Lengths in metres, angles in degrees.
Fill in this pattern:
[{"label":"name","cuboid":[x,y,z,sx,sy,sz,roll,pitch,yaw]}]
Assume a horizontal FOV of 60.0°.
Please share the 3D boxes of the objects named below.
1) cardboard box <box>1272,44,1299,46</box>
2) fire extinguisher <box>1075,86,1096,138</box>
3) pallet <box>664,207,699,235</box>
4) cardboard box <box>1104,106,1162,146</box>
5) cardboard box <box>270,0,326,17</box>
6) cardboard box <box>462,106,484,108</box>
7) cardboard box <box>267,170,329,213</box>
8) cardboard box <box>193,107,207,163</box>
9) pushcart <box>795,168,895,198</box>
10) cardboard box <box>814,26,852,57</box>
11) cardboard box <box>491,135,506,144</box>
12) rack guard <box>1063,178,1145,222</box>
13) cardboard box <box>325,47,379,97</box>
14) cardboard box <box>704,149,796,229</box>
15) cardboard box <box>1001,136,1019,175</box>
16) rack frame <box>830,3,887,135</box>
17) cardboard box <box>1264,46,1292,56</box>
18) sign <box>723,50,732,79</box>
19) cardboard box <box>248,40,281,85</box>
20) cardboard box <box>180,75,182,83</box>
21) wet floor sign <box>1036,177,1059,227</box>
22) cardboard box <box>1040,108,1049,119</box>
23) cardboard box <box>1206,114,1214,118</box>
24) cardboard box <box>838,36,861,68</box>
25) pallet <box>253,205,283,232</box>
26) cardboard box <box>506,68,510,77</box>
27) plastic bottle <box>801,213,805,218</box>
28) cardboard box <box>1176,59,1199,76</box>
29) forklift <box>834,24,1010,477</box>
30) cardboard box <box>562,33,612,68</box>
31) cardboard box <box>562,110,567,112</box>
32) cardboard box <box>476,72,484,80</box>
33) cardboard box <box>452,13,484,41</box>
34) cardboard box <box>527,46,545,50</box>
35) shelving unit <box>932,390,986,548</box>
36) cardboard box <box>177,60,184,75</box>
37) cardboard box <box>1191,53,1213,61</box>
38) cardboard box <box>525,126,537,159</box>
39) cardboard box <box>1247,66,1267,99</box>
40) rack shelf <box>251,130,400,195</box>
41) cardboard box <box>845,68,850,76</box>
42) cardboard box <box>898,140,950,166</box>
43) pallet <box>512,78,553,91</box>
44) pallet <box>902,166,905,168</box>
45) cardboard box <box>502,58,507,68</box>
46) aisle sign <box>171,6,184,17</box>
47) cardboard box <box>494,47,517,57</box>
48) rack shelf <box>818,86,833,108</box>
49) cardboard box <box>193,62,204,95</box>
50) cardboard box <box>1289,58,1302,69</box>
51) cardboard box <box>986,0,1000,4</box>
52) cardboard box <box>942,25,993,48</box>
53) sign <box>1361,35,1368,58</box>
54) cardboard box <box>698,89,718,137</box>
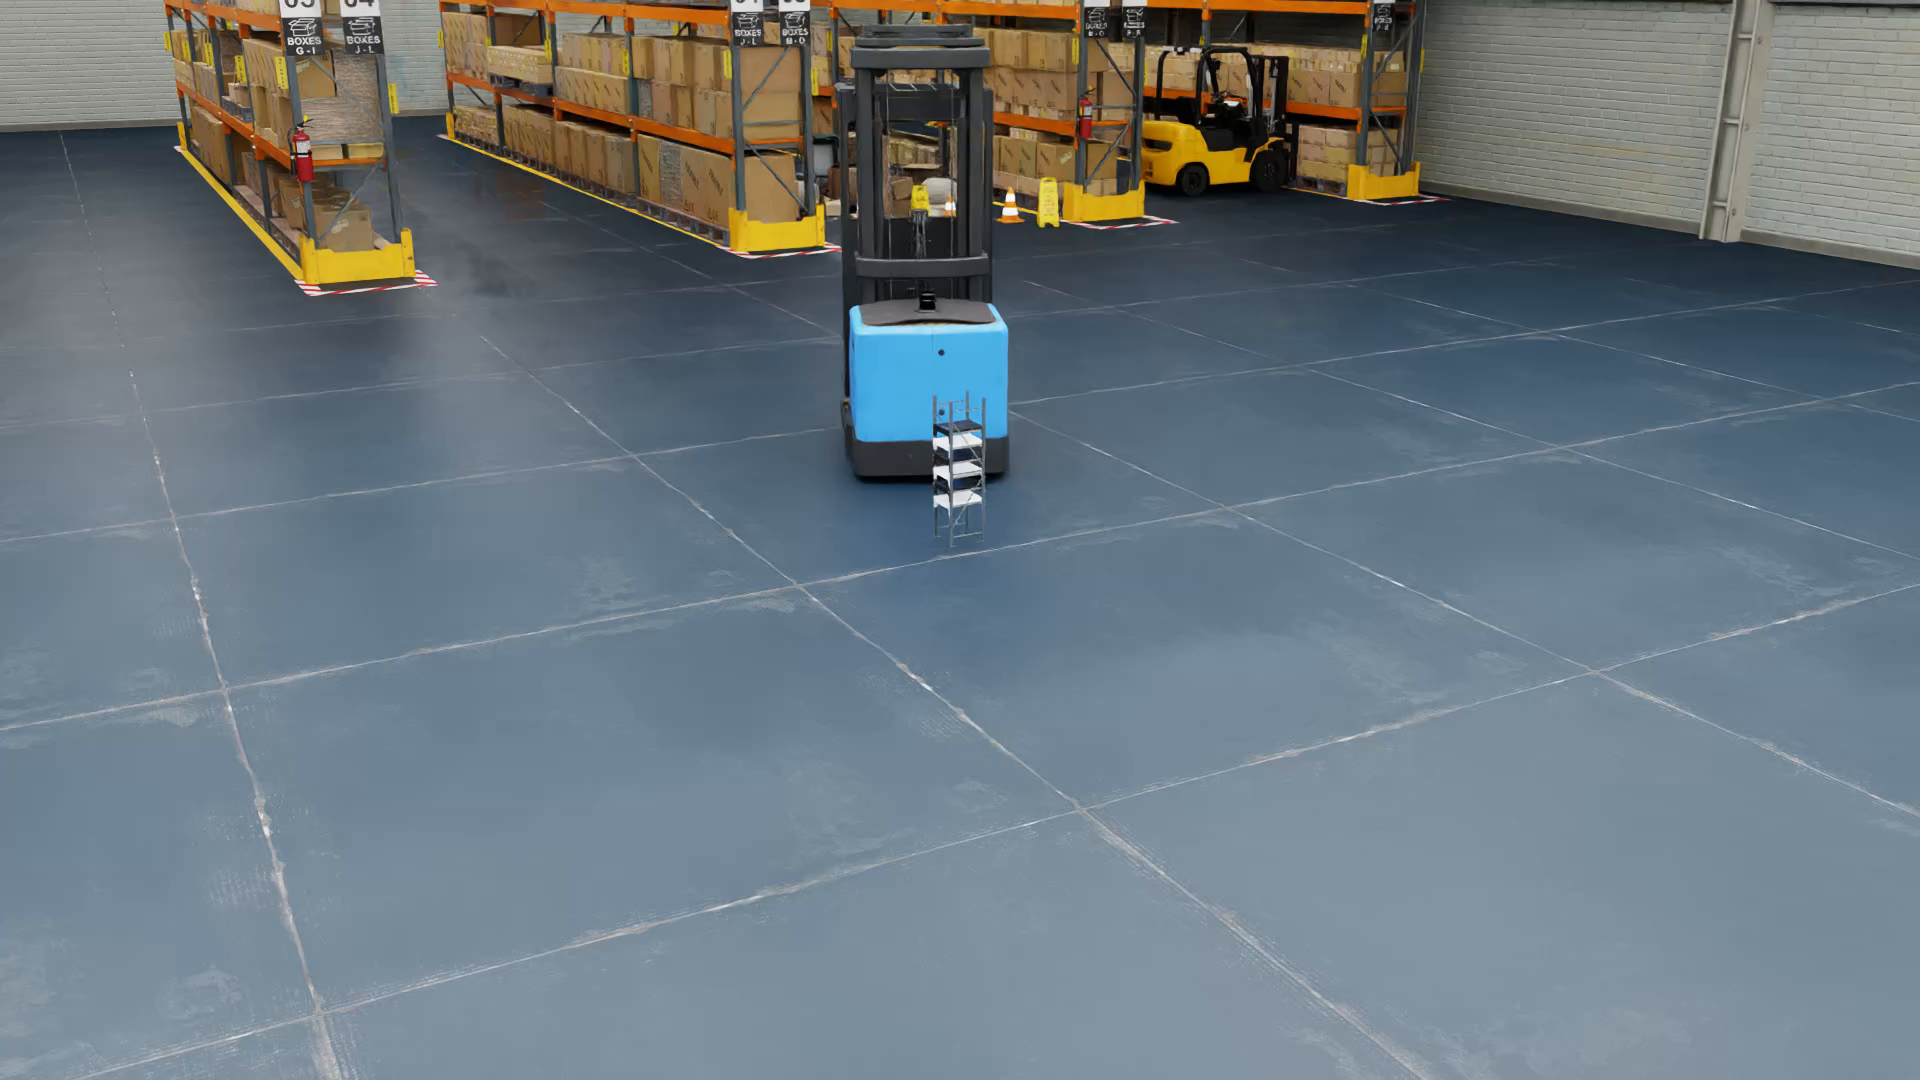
[{"label":"cardboard box","cuboid":[5.310,-8.023,27.179,0.380,0.149,0.250,-10,22,-28]},{"label":"fire extinguisher","cuboid":[1.680,-5.729,22.253,0.296,0.674,0.183,-10,21,-27]},{"label":"pallet","cuboid":[-3.301,-4.323,22.335,1.003,0.211,1.213,-10,21,-27]},{"label":"cardboard box","cuboid":[3.201,-7.644,30.683,0.875,0.625,0.625,-9,21,-25]},{"label":"cardboard box","cuboid":[-7.142,-5.780,17.916,0.500,0.250,0.500,-9,21,-25]},{"label":"cardboard box","cuboid":[-9.688,-8.535,33.083,0.380,0.149,0.250,-10,21,-26]},{"label":"cardboard box","cuboid":[-8.862,-4.689,22.278,0.700,0.500,0.500,-12,22,-31]},{"label":"cardboard box","cuboid":[-12.067,-6.793,27.832,1.225,0.875,0.875,-10,21,-26]},{"label":"pushcart","cuboid":[-1.851,-5.411,25.233,0.936,0.377,1.648,16,25,39]},{"label":"cardboard box","cuboid":[-2.243,-8.794,29.331,0.500,0.500,0.500,-11,22,-28]},{"label":"cardboard box","cuboid":[-8.461,-7.429,30.789,0.380,0.149,0.250,-10,21,-26]},{"label":"rack guard","cuboid":[1.995,-4.710,23.013,1.175,0.500,0.348,-10,21,-27]},{"label":"cardboard box","cuboid":[-6.711,-5.195,18.446,0.500,0.500,0.500,-10,21,-27]},{"label":"cardboard box","cuboid":[-2.657,-4.452,21.049,0.875,0.875,0.875,-10,21,-26]},{"label":"cardboard box","cuboid":[0.937,-5.607,24.205,0.500,0.500,0.500,-11,22,-28]},{"label":"rack frame","cuboid":[-1.767,-8.166,29.198,1.000,3.000,0.127,-10,21,-27]},{"label":"cardboard box","cuboid":[5.070,-7.787,26.496,0.380,0.149,0.250,-10,21,-27]},{"label":"sign","cuboid":[-2.761,-5.653,19.777,0.100,0.325,0.005,-10,21,-27]},{"label":"cardboard box","cuboid":[-8.361,-5.831,20.290,0.500,0.500,0.500,-10,21,-27]},{"label":"cardboard box","cuboid":[-13.920,-8.361,30.148,0.380,0.149,0.250,-10,22,-28]},{"label":"wet floor sign","cuboid":[1.180,-4.536,22.288,0.267,0.644,0.232,-3,19,-8]},{"label":"cardboard box","cuboid":[1.345,-5.957,23.182,0.380,0.149,0.250,-10,22,-28]},{"label":"cardboard box","cuboid":[4.452,-6.971,27.775,0.500,0.250,0.500,-10,22,-27]},{"label":"cardboard box","cuboid":[-1.757,-8.387,28.586,0.500,0.500,0.500,-11,22,-28]},{"label":"pallet","cuboid":[-8.960,-4.388,22.523,1.003,0.211,1.213,-10,21,-27]},{"label":"cardboard box","cuboid":[-7.568,-8.040,28.574,0.380,0.149,0.250,-10,22,-28]},{"label":"plastic bottle","cuboid":[-2.069,-4.536,23.184,0.133,0.061,0.283,16,25,39]},{"label":"cardboard box","cuboid":[4.040,-8.054,28.338,0.500,0.250,0.500,-10,22,-28]},{"label":"forklift","cuboid":[-0.334,-2.248,12.152,1.130,2.935,3.031,-2,19,-6]},{"label":"cardboard box","cuboid":[-5.871,-7.760,26.334,0.700,0.500,0.500,-10,21,-27]},{"label":"cardboard box","cuboid":[-6.655,-7.267,28.630,0.500,0.250,0.500,-10,21,-26]},{"label":"cardboard box","cuboid":[-8.865,-8.740,31.246,0.380,0.149,0.250,-11,22,-29]},{"label":"cardboard box","cuboid":[-9.423,-9.861,31.967,0.500,0.500,0.500,-11,22,-28]},{"label":"cardboard box","cuboid":[-7.484,-8.717,29.625,0.380,0.149,0.250,-11,22,-28]},{"label":"shelving unit","cuboid":[-0.004,-0.428,9.991,0.258,0.900,0.210,-10,21,-27]},{"label":"cardboard box","cuboid":[-13.809,-8.525,30.011,0.500,0.250,0.500,-11,22,-28]},{"label":"cardboard box","cuboid":[4.141,-8.205,28.164,0.380,0.149,0.250,-9,21,-25]},{"label":"cardboard box","cuboid":[-7.127,-6.834,28.527,0.500,0.500,0.500,-11,22,-29]},{"label":"cardboard box","cuboid":[4.983,-7.375,26.752,0.500,0.500,0.500,-10,22,-27]},{"label":"rack shelf","cuboid":[-7.640,-4.568,19.875,1.077,0.370,4.000,-10,21,-27]},{"label":"cardboard box","cuboid":[-1.777,-8.124,28.816,0.380,0.149,0.250,-11,22,-30]},{"label":"cardboard box","cuboid":[-0.464,-6.330,27.262,0.950,0.372,0.625,-9,21,-23]},{"label":"pallet","cuboid":[-7.052,-7.841,28.551,1.003,0.211,1.213,-10,21,-27]},{"label":"pallet","cuboid":[-0.239,-5.923,26.972,1.003,0.211,1.213,-10,21,-27]},{"label":"cardboard box","cuboid":[-7.691,-8.255,28.740,0.380,0.149,0.250,-9,21,-24]},{"label":"aisle sign","cuboid":[-14.586,-10.131,30.906,0.394,0.787,0.004,-10,21,-27]},{"label":"cardboard box","cuboid":[-7.936,-8.542,29.117,0.380,0.149,0.250,-10,21,-26]},{"label":"rack shelf","cuboid":[-2.717,-8.400,30.979,1.077,0.370,4.000,-10,21,-27]},{"label":"cardboard box","cuboid":[-12.390,-7.656,27.566,0.500,0.500,0.500,-10,21,-26]},{"label":"cardboard box","cuboid":[5.356,-7.414,25.870,0.380,0.149,0.250,-10,21,-26]},{"label":"cardboard box","cuboid":[0.599,-7.806,23.940,0.380,0.149,0.250,-10,22,-28]},{"label":"cardboard box","cuboid":[0.150,-7.518,25.179,0.700,0.500,0.500,-10,22,-27]},{"label":"sign","cuboid":[5.914,-7.219,24.314,0.100,0.325,0.005,-10,21,-27]},{"label":"cardboard box","cuboid":[-2.773,-5.399,20.948,0.875,0.550,0.550,-10,21,-27]}]
